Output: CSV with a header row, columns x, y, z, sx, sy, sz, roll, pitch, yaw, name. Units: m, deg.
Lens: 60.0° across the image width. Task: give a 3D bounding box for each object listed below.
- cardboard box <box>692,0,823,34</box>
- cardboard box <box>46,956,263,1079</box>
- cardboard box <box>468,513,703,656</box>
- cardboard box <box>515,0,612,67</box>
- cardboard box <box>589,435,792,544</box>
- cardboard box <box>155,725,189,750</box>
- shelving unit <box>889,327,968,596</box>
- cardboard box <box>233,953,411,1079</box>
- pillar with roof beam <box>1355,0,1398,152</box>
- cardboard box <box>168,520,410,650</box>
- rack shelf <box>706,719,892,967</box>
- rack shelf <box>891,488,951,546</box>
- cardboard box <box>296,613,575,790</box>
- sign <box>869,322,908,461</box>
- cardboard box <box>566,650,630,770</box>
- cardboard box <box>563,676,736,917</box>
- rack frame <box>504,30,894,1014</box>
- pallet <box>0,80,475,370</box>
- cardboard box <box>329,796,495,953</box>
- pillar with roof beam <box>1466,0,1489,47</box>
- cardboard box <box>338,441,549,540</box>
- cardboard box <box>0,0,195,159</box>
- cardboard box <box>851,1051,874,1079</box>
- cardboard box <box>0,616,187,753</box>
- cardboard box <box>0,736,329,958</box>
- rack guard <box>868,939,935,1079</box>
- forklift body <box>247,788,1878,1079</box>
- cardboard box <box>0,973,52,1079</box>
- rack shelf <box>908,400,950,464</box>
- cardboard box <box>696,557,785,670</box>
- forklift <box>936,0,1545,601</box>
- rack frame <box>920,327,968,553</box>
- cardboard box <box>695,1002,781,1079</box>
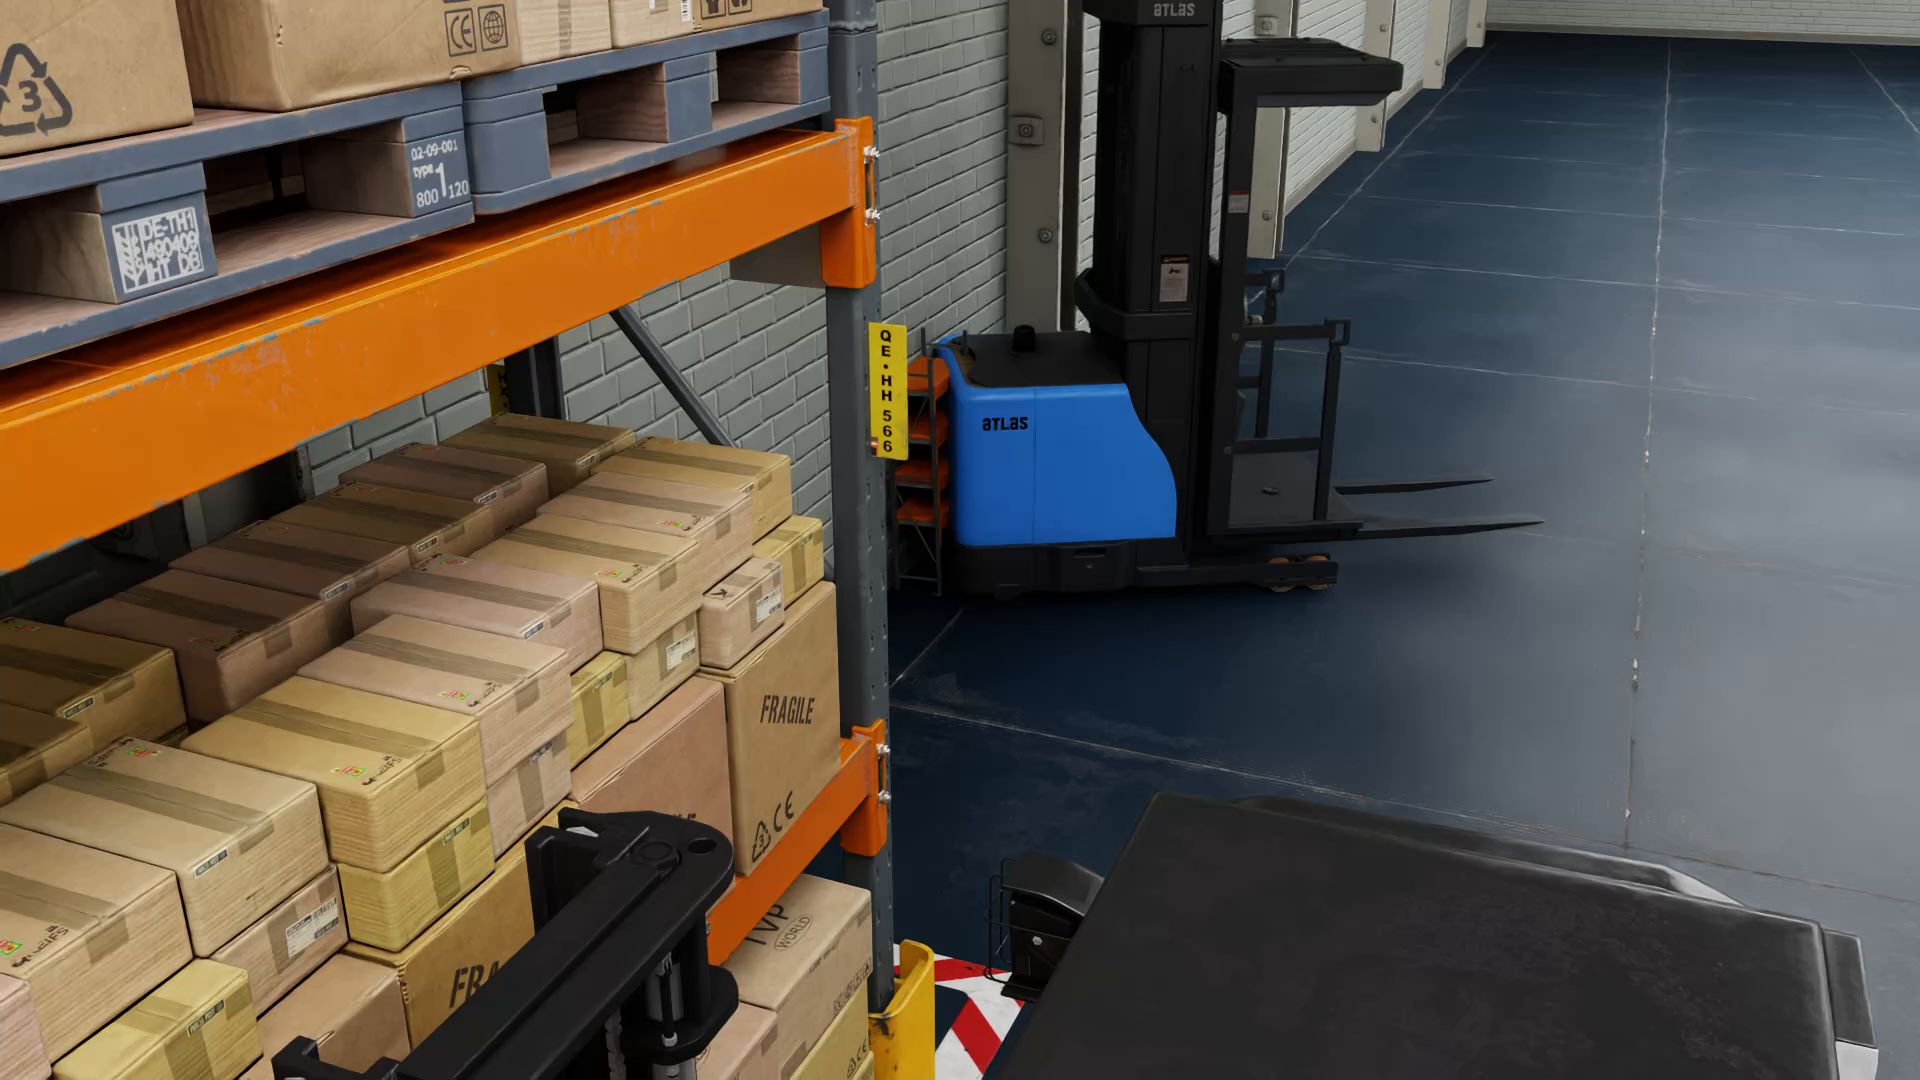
x,y,z,sx,sy,sz,roll,pitch,yaw,name
-0.606,-1.260,3.180,0.500,0.500,0.500,10,25,22,cardboard box
-1.198,0.676,2.270,0.380,0.149,0.250,8,24,19,cardboard box
-0.740,0.082,3.304,0.380,0.149,0.250,9,24,21,cardboard box
-0.788,-0.915,2.656,0.396,0.266,0.258,9,24,20,cardboard box
-0.605,-0.108,3.759,0.380,0.149,0.250,9,24,20,cardboard box
-1.578,0.405,2.917,0.380,0.149,0.250,10,25,22,cardboard box
-0.139,-0.383,8.125,0.258,1.200,0.503,6,24,19,shelving unit
-1.175,0.933,2.494,0.500,0.500,0.500,9,24,20,cardboard box
8.920,-8.257,16.841,9.100,9.000,0.400,9,24,20,pillar with roof beam
-1.310,0.095,3.273,0.380,0.149,0.250,9,24,20,cardboard box
-1.411,1.264,2.765,1.077,0.370,4.000,9,24,20,rack shelf
-0.130,-0.139,8.229,0.258,0.148,0.480,6,24,19,rack shelf
-0.895,0.270,2.855,0.380,0.149,0.250,9,24,21,cardboard box
-0.169,-0.344,3.873,0.100,0.325,0.005,9,24,20,sign
-0.860,0.302,3.164,0.380,0.149,0.250,9,24,20,cardboard box
-0.808,0.568,3.368,0.500,0.500,0.500,10,25,22,cardboard box
-0.668,0.216,4.340,1.000,3.000,0.127,9,24,20,rack frame
-1.406,-0.439,2.133,1.003,0.211,1.213,9,24,20,pallet
-0.990,0.498,2.695,0.380,0.149,0.250,9,24,20,cardboard box
13.377,-12.551,27.122,9.100,9.000,0.400,9,24,20,pillar with roof beam
-1.148,-0.090,3.718,0.380,0.149,0.250,10,25,22,cardboard box
-1.332,-0.706,1.848,0.797,0.503,0.637,10,25,22,cardboard box
-0.549,1.505,4.278,0.500,0.250,0.500,9,24,20,cardboard box
-1.574,0.273,2.848,0.380,0.149,0.250,8,24,19,cardboard box
-1.170,0.442,2.443,0.380,0.149,0.250,9,24,21,cardboard box
-0.659,1.361,4.842,1.175,0.500,0.348,9,24,20,rack guard
0.321,1.548,2.254,2.313,2.155,1.214,9,24,20,forklift body
-1.355,0.621,2.014,0.380,0.149,0.250,9,24,20,cardboard box
-0.145,-0.527,8.064,0.258,0.148,0.480,6,24,19,rack shelf
-0.604,0.131,3.574,0.380,0.149,0.250,9,24,21,cardboard box
1.418,-1.297,8.053,3.031,2.935,1.130,-3,23,-7,forklift
-0.058,-0.476,8.336,0.240,1.200,0.015,6,24,19,rack frame
-0.734,1.223,3.655,0.500,0.250,0.500,9,24,21,cardboard box
